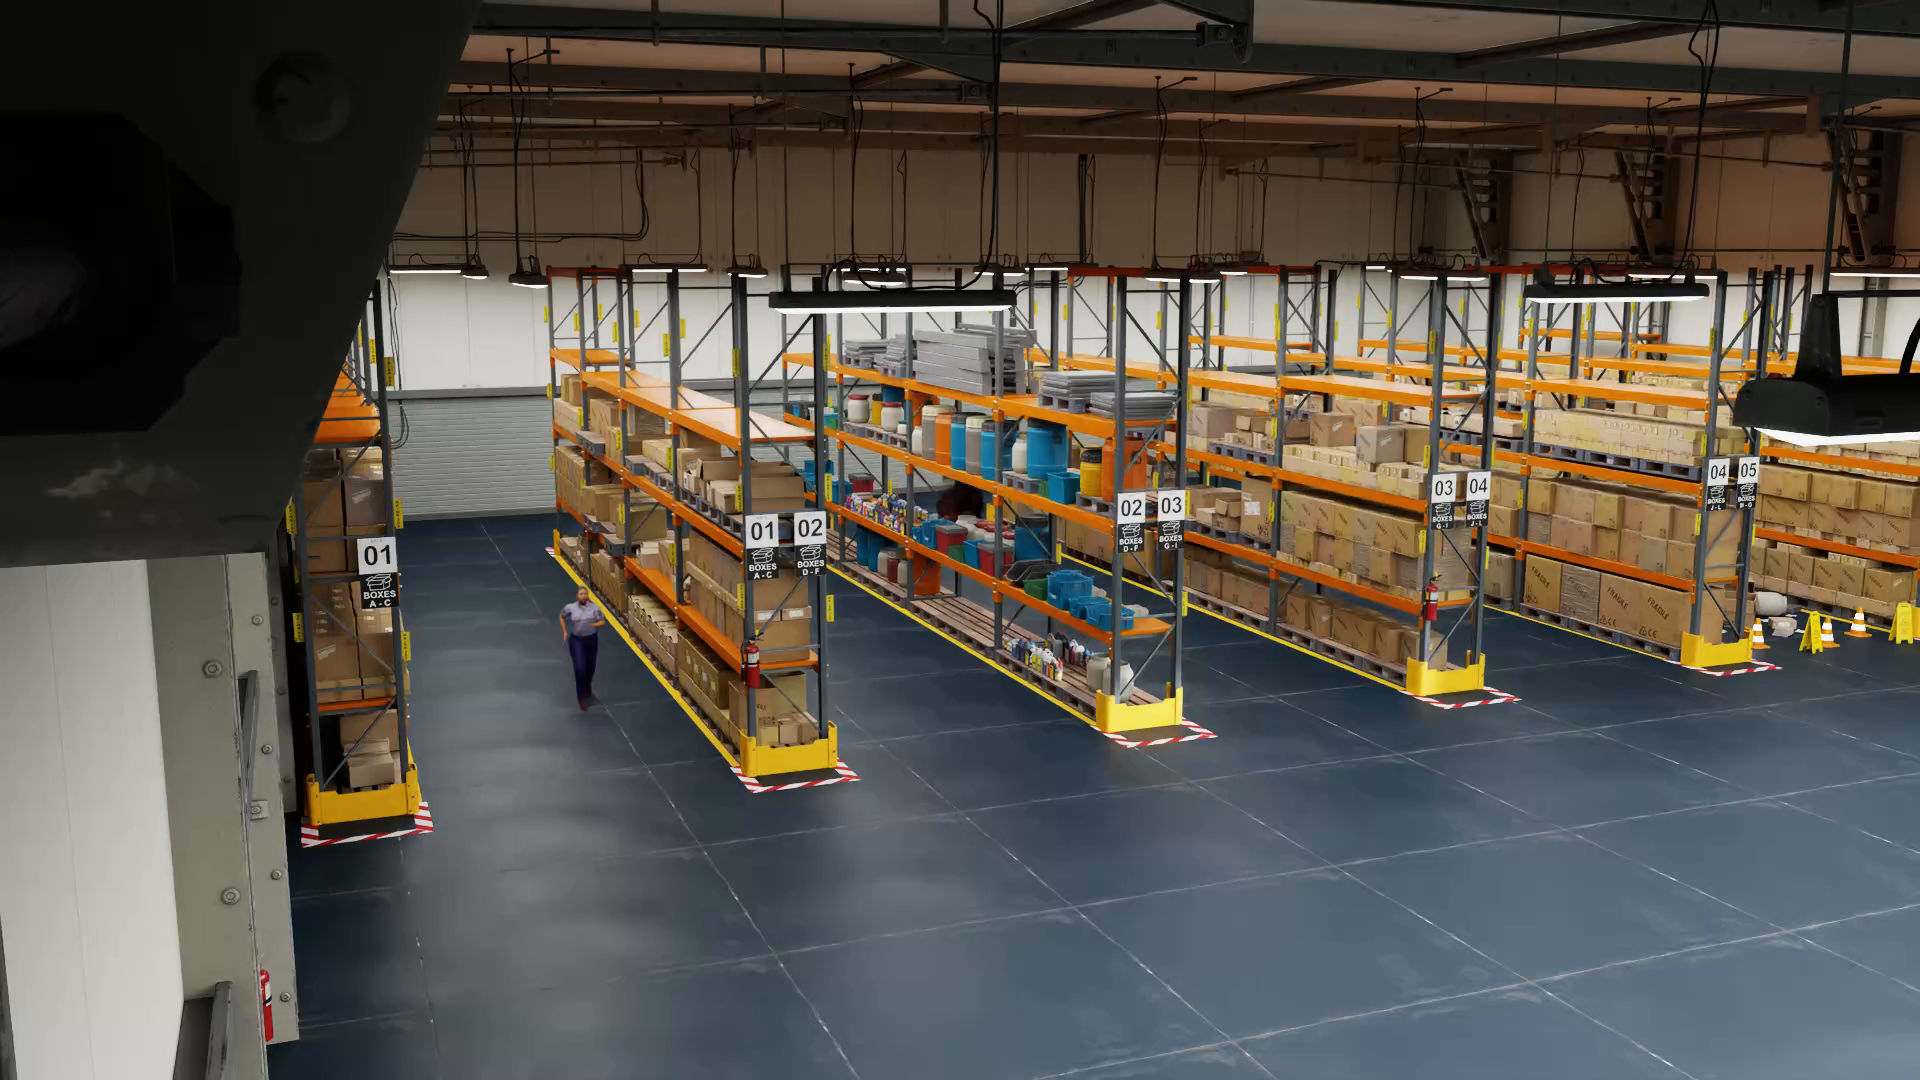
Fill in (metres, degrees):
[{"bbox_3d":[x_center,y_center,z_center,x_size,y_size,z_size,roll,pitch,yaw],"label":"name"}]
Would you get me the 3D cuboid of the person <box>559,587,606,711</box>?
[{"bbox_3d":[-5.273,1.474,23.355,0.597,1.661,0.912,-4,11,-24],"label":"person"}]
